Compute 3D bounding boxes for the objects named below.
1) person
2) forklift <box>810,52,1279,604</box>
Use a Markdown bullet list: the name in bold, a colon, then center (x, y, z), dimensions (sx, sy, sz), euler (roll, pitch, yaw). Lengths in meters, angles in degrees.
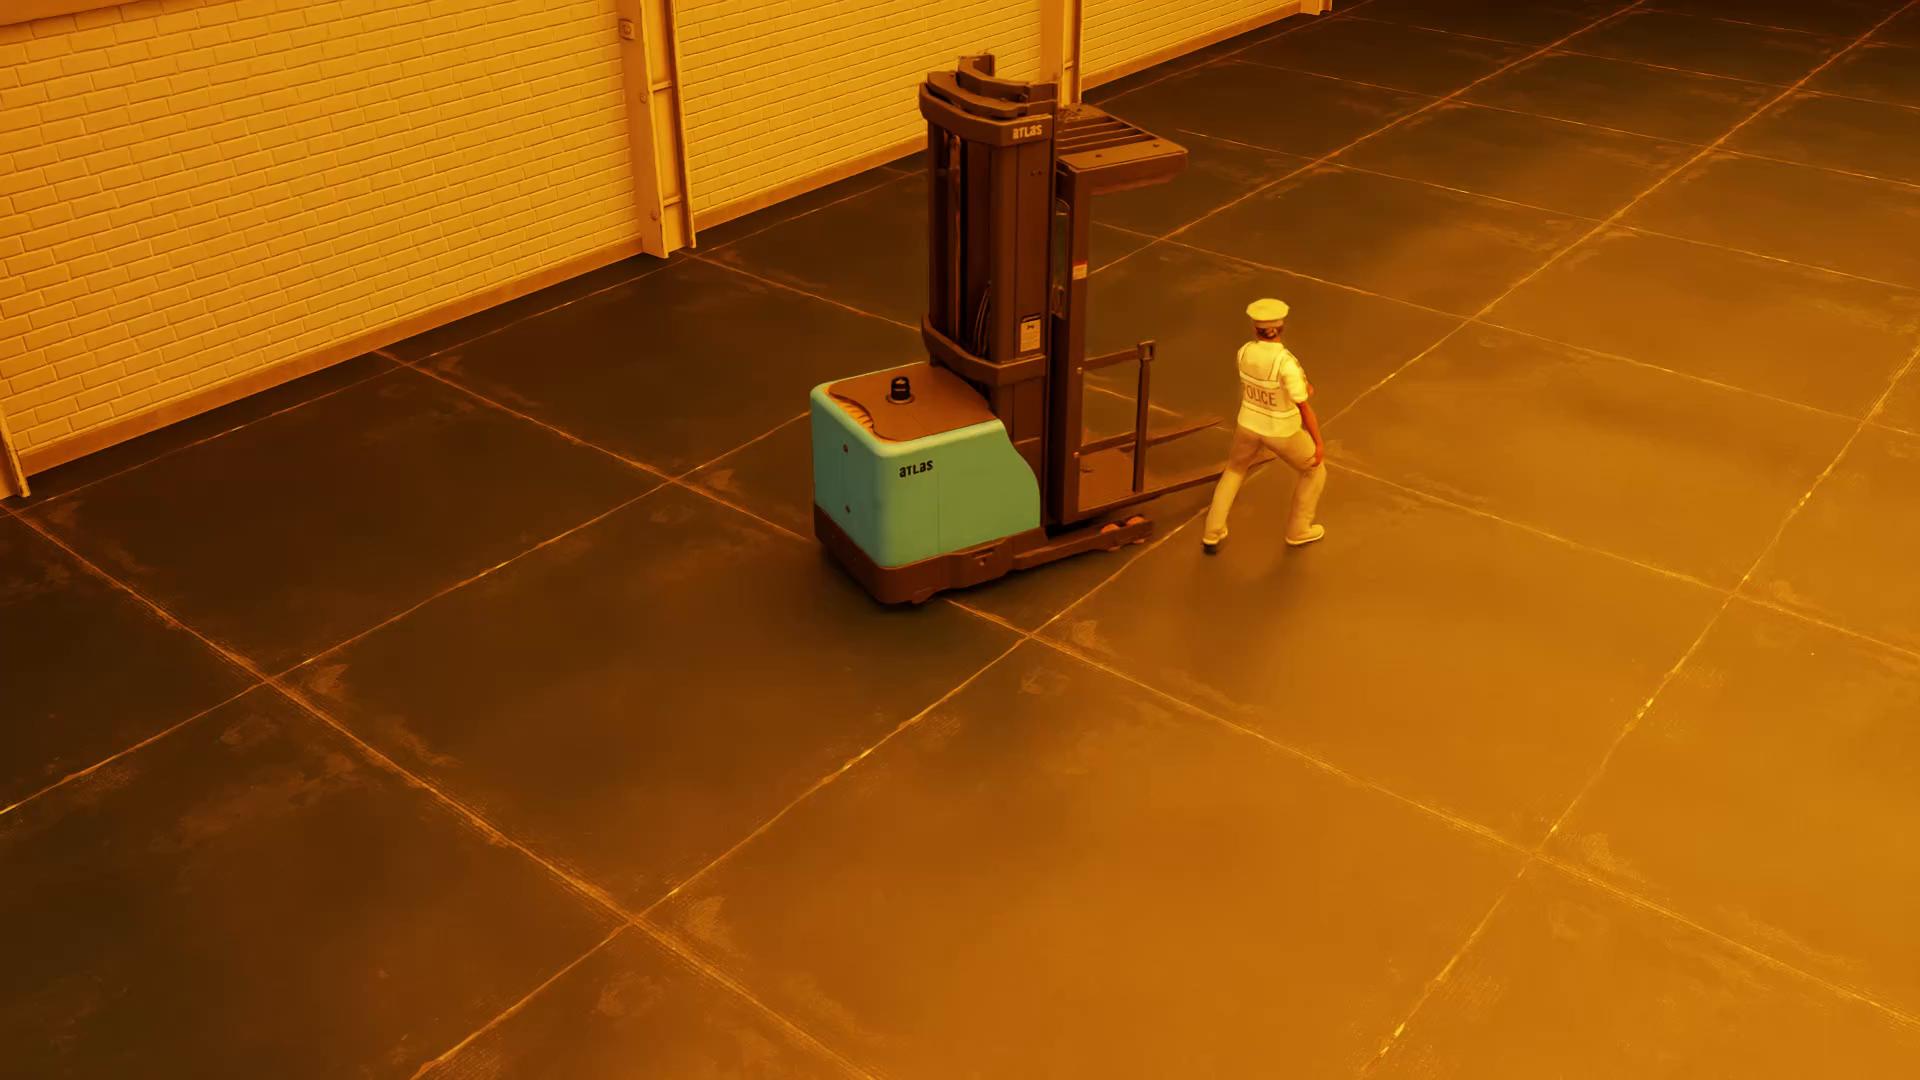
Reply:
- **person**: center (1.962, -0.689, 10.126), dimensions (0.663, 1.567, 0.782), euler (23, 37, 34)
- **forklift**: center (0.630, -1.412, 10.011), dimensions (3.031, 2.935, 1.130), euler (-16, 34, -25)
